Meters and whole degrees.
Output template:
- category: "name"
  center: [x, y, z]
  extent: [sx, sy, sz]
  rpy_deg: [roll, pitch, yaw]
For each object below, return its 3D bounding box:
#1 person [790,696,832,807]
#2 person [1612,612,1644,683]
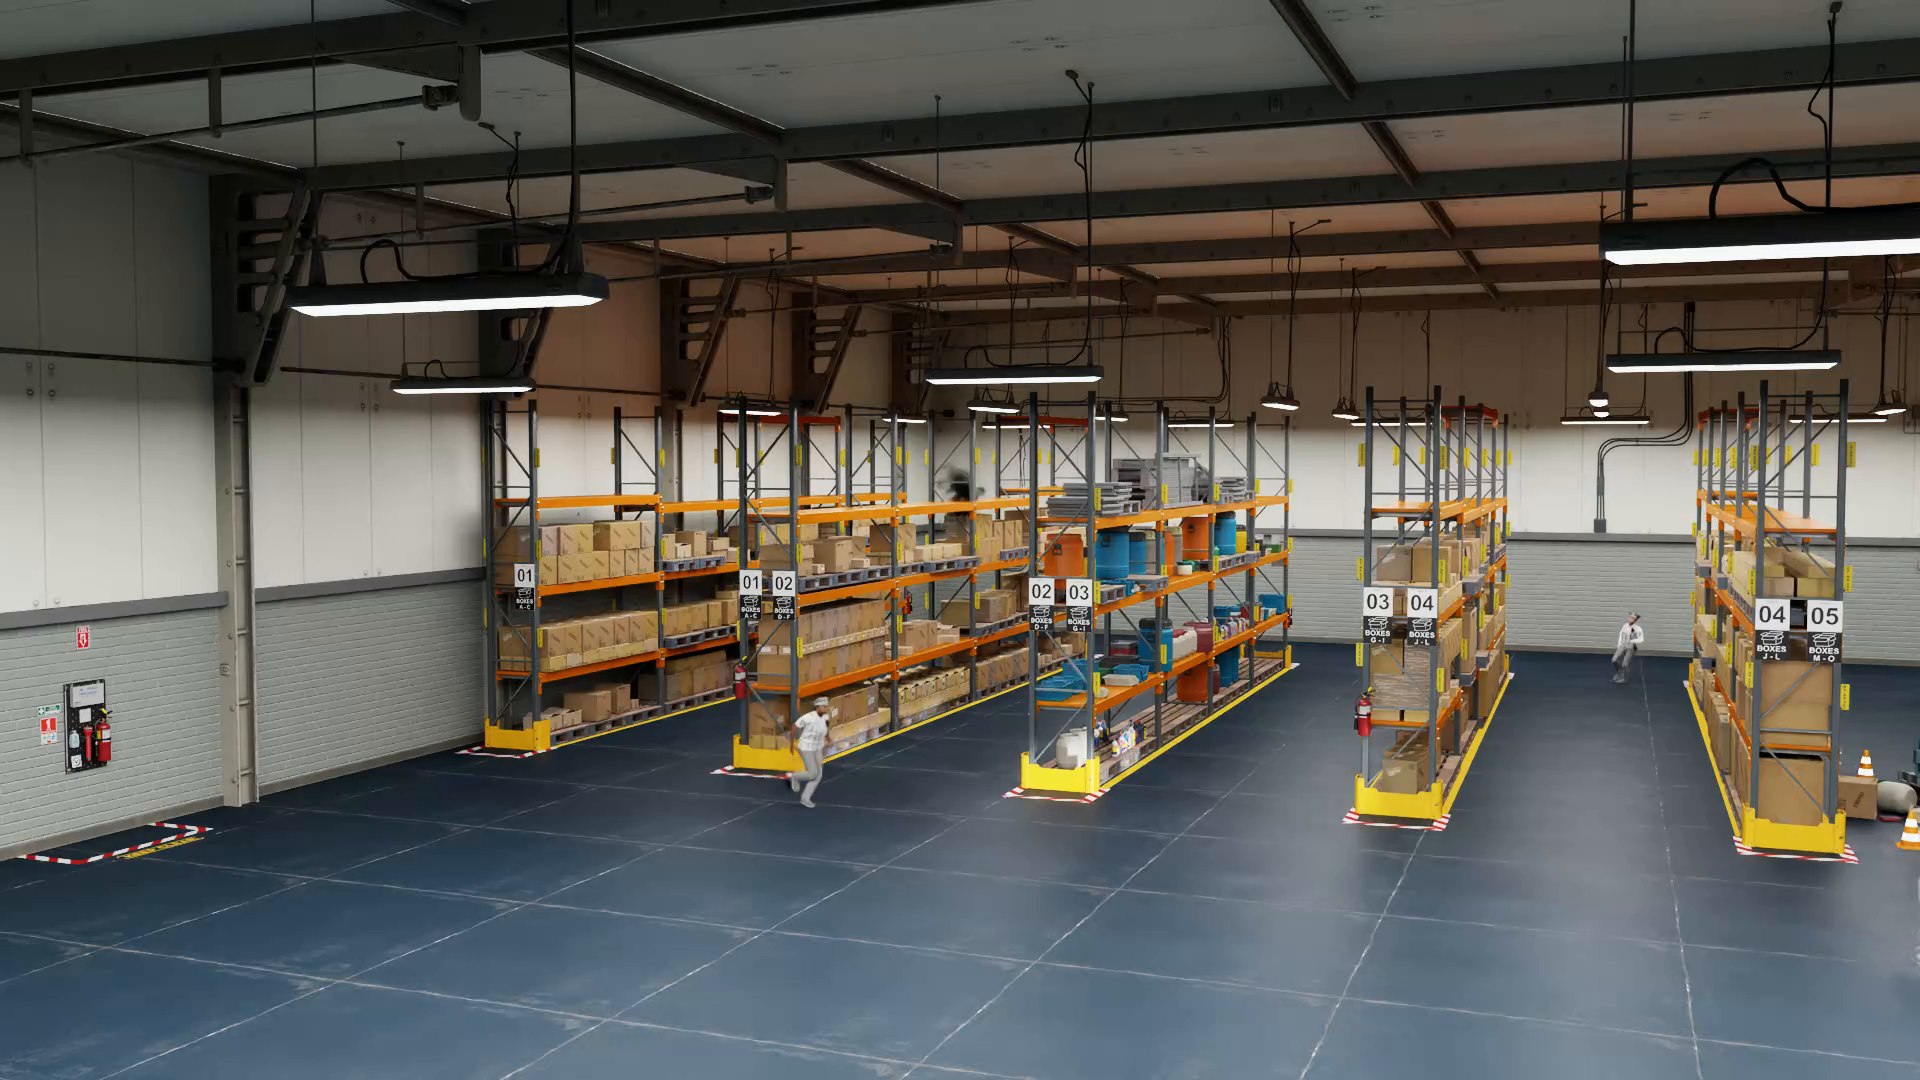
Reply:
- category: "person"
  center: [-2.134, 3.035, 23.932]
  extent: [0.694, 1.618, 0.563]
  rpy_deg: [2, 4, 37]
- category: "person"
  center: [14.757, 2.383, 36.738]
  extent: [0.558, 1.607, 0.703]
  rpy_deg: [-2, 3, -35]
